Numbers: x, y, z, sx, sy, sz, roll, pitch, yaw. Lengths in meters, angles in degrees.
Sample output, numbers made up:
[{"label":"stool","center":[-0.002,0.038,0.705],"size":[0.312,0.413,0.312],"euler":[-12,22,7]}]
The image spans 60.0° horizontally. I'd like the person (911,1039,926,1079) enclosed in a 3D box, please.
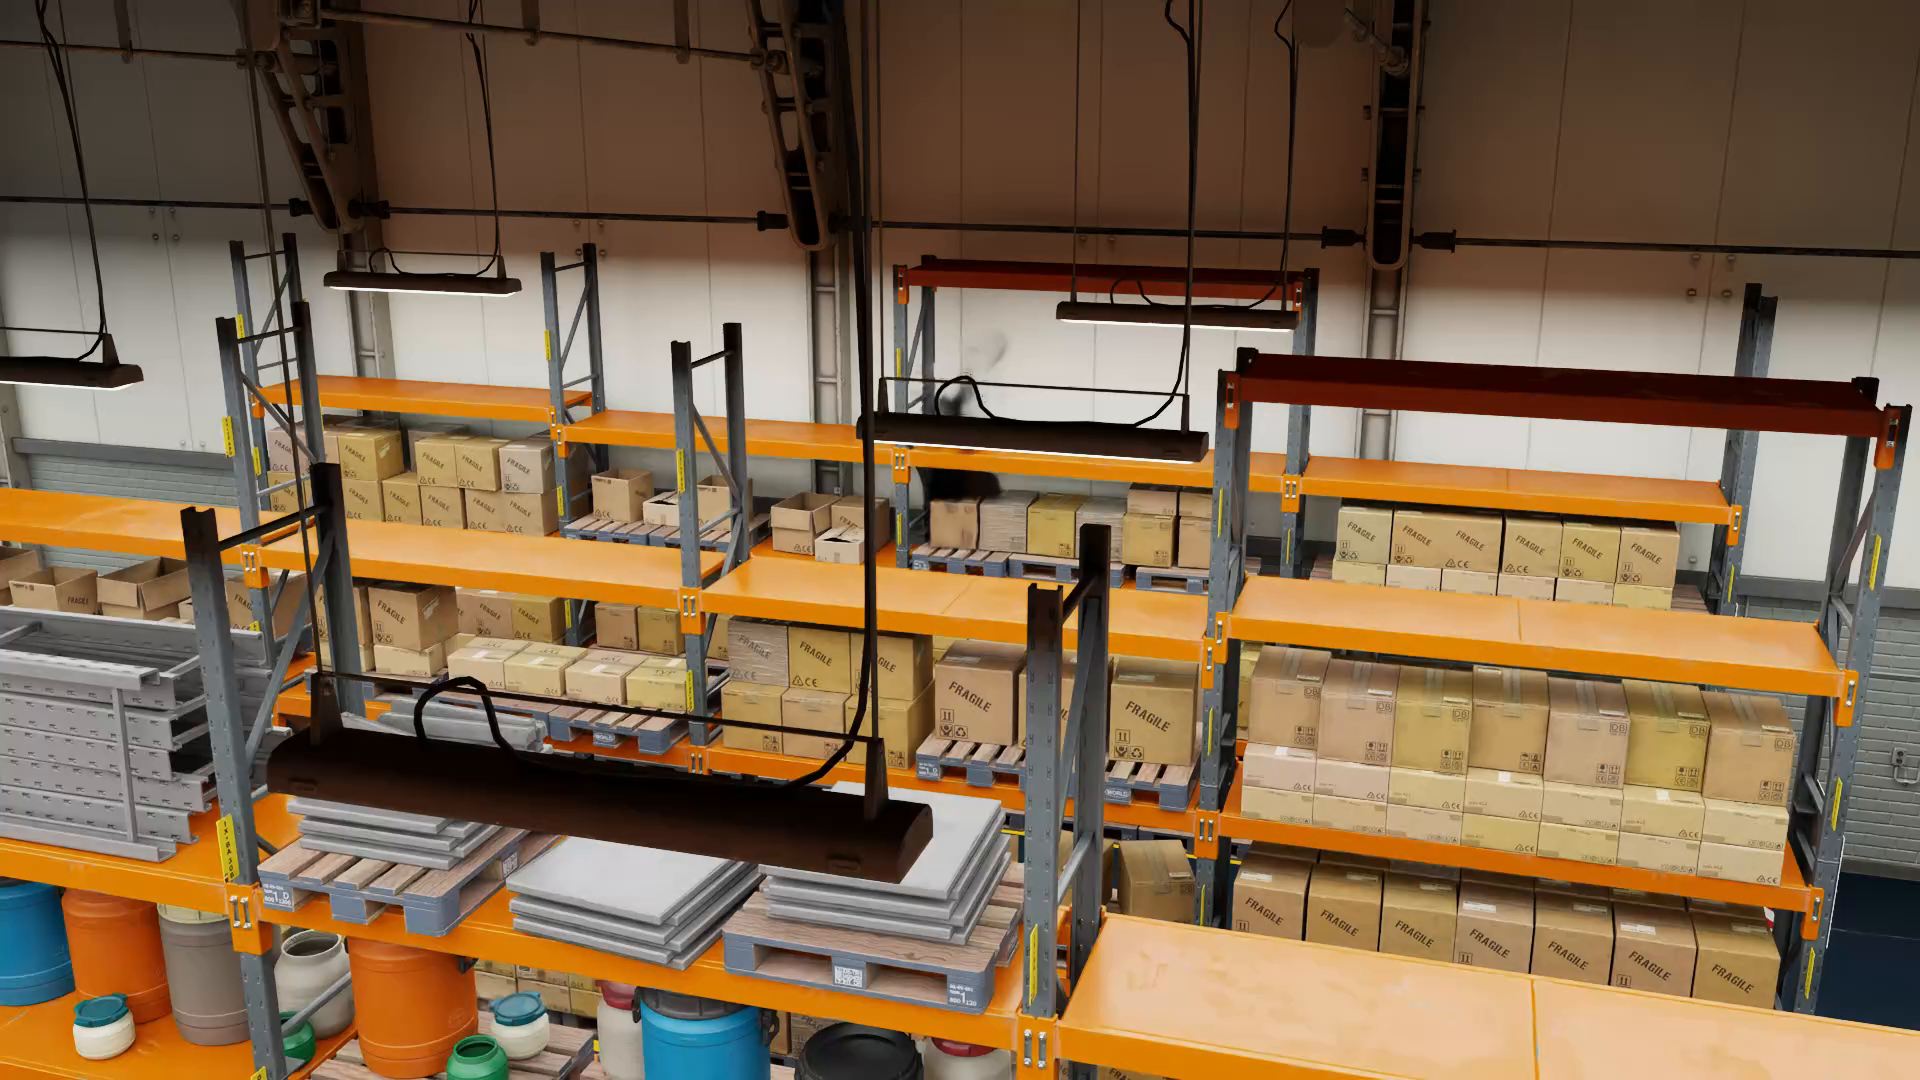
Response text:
[{"label":"person","center":[-0.311,4.172,11.224],"size":[0.763,1.751,0.583],"euler":[4,16,12]}]
